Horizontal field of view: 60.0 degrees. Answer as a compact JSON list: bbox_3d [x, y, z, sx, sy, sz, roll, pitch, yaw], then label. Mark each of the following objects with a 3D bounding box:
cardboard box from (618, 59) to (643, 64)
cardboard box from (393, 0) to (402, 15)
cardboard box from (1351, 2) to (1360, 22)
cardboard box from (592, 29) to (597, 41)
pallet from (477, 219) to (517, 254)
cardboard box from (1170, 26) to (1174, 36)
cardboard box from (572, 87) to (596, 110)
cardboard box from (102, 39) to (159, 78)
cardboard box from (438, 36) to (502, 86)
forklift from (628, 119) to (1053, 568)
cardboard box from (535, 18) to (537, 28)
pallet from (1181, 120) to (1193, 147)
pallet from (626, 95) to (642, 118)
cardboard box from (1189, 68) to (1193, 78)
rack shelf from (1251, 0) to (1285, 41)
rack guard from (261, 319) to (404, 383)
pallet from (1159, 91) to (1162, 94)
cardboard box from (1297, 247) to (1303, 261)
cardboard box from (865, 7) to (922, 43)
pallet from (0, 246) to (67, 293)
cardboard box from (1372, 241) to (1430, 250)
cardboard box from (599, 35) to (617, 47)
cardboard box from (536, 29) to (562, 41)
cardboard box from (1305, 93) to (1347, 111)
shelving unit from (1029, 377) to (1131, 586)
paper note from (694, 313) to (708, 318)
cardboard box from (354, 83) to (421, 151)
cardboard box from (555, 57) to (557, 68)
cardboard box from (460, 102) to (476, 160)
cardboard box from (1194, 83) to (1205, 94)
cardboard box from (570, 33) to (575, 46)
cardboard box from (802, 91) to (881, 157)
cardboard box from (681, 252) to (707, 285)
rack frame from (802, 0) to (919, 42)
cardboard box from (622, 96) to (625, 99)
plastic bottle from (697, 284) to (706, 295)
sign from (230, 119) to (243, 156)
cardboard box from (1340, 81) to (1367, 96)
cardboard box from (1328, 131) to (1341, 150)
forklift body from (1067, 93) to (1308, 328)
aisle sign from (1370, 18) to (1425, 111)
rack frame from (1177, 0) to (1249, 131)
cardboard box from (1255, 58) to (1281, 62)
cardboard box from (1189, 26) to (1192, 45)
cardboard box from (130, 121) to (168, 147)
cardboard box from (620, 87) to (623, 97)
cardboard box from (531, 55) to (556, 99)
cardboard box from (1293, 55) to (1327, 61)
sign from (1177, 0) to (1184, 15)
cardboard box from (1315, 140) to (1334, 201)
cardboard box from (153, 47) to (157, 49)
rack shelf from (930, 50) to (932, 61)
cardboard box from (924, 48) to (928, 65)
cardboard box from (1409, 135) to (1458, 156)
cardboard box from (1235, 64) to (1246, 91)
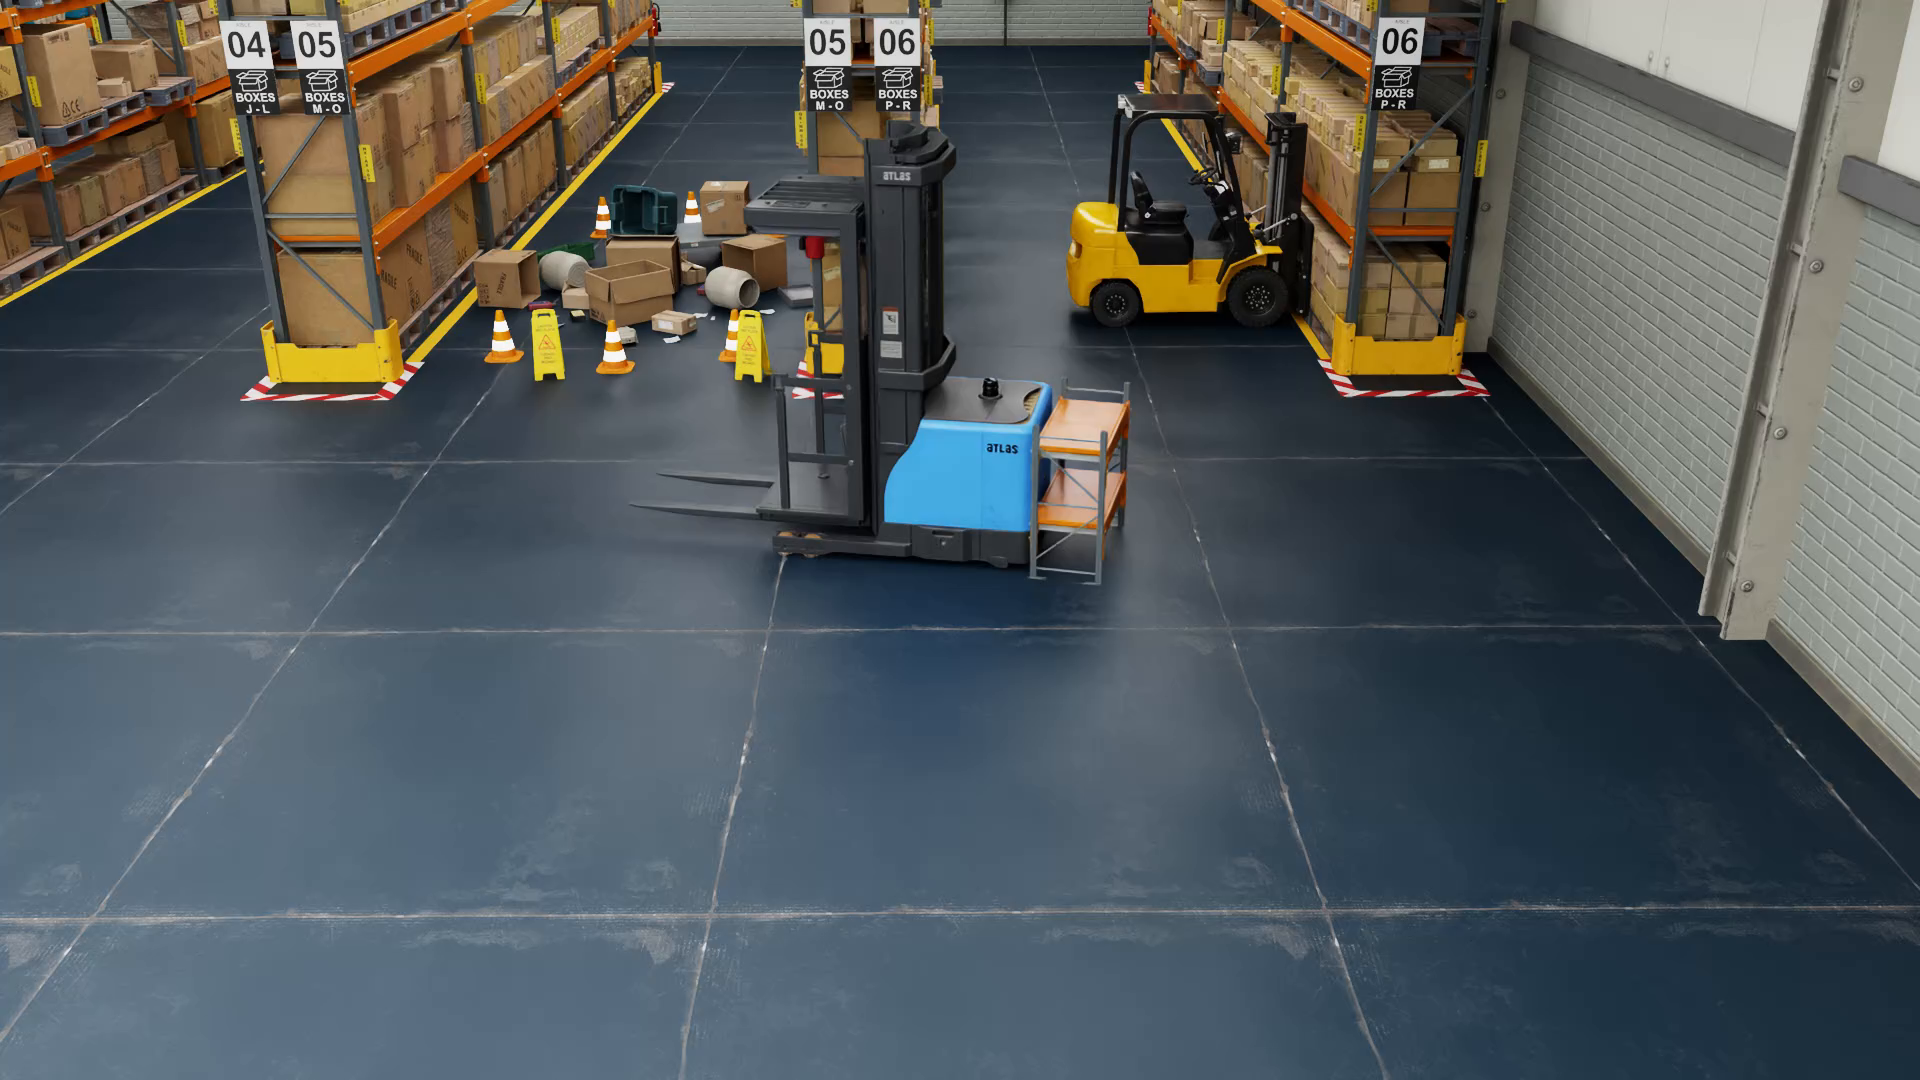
[{"bbox_3d":[-5.773,-8.337,29.154,0.380,0.149,0.250,0,24,0],"label":"cardboard box"},{"bbox_3d":[-5.500,-5.053,15.700,0.380,0.149,0.250,0,24,-1],"label":"cardboard box"},{"bbox_3d":[3.796,-4.818,15.180,0.380,0.149,0.250,-1,24,-2],"label":"cardboard box"},{"bbox_3d":[-5.728,-7.653,25.209,0.380,0.149,0.250,0,24,0],"label":"cardboard box"},{"bbox_3d":[-5.930,-3.596,19.829,1.003,0.211,1.213,0,24,-1],"label":"pallet"},{"bbox_3d":[3.664,-8.377,27.320,0.380,0.149,0.250,-1,24,-1],"label":"cardboard box"},{"bbox_3d":[-5.661,-6.505,24.489,0.500,0.250,0.500,-1,24,-3],"label":"cardboard box"},{"bbox_3d":[-10.805,-6.231,21.641,0.500,0.500,0.500,-3,25,-7],"label":"cardboard box"},{"bbox_3d":[-5.871,-5.675,19.707,0.700,0.500,0.500,0,24,0],"label":"cardboard box"},{"bbox_3d":[-0.884,-1.418,11.713,3.031,2.935,1.130,4,25,9],"label":"forklift"},{"bbox_3d":[-6.374,-7.497,24.142,0.380,0.149,0.250,1,24,1],"label":"cardboard box"},{"bbox_3d":[4.025,-6.328,25.869,1.003,0.211,1.213,0,24,-1],"label":"pallet"},{"bbox_3d":[-5.993,-7.356,28.141,1.003,0.211,1.213,0,24,-1],"label":"pallet"},{"bbox_3d":[3.777,-7.268,25.940,0.380,0.149,0.250,-1,24,-1],"label":"cardboard box"},{"bbox_3d":[4.044,-6.500,20.098,1.077,0.370,4.000,0,24,-1],"label":"rack shelf"},{"bbox_3d":[-5.803,-1.752,15.401,1.175,0.500,0.348,0,24,-1],"label":"rack guard"},{"bbox_3d":[3.956,-7.450,28.350,1.003,0.211,1.213,0,24,-1],"label":"pallet"},{"bbox_3d":[3.768,-2.980,17.302,0.500,0.250,0.500,0,24,-1],"label":"cardboard box"},{"bbox_3d":[-0.593,-4.607,14.861,0.500,0.250,0.500,-1,24,-2],"label":"cardboard box"},{"bbox_3d":[-10.765,-3.022,18.558,1.003,0.211,1.213,0,24,-1],"label":"pallet"},{"bbox_3d":[4.284,-2.788,16.271,0.500,0.250,0.500,0,24,0],"label":"cardboard box"},{"bbox_3d":[-5.610,-7.850,26.154,0.380,0.149,0.250,1,24,1],"label":"cardboard box"},{"bbox_3d":[-5.705,-6.949,22.930,0.380,0.149,0.250,0,24,-1],"label":"cardboard box"},{"bbox_3d":[3.807,-4.555,17.296,0.380,0.149,0.250,-1,24,-1],"label":"cardboard box"},{"bbox_3d":[0.852,-0.431,11.722,0.538,1.125,1.048,6,25,13],"label":"shelving unit"},{"bbox_3d":[-2.714,-2.338,17.280,0.148,0.019,0.142,8,26,18],"label":"paper note"},{"bbox_3d":[-5.737,-4.072,16.005,0.875,0.550,0.550,0,24,-1],"label":"cardboard box"},{"bbox_3d":[-5.693,-6.460,22.571,0.380,0.149,0.250,-1,24,-1],"label":"cardboard box"},{"bbox_3d":[-5.830,-4.466,18.185,0.875,0.550,0.550,0,24,-1],"label":"cardboard box"},{"bbox_3d":[3.811,-6.913,25.515,0.380,0.149,0.250,-1,24,-3],"label":"cardboard box"},{"bbox_3d":[-5.710,-7.141,23.716,0.380,0.149,0.250,0,24,-1],"label":"cardboard box"},{"bbox_3d":[-1.078,-3.811,15.224,0.700,0.500,0.500,-1,24,-2],"label":"cardboard box"},{"bbox_3d":[-3.035,-3.022,18.493,0.258,0.266,0.396,-19,31,-36],"label":"cardboard box"},{"bbox_3d":[-0.854,-5.698,13.813,1.000,3.000,0.127,0,24,-1],"label":"rack frame"},{"bbox_3d":[-5.727,-7.206,27.376,0.380,0.149,0.250,-1,24,-2],"label":"cardboard box"},{"bbox_3d":[-2.759,-2.734,18.105,0.133,0.061,0.283,4,25,9],"label":"plastic bottle"},{"bbox_3d":[-6.346,-3.540,14.628,0.100,0.325,0.005,0,24,-1],"label":"sign"},{"bbox_3d":[4.332,-4.880,18.014,0.380,0.149,0.250,-1,24,-2],"label":"cardboard box"},{"bbox_3d":[3.810,-3.896,16.199,0.380,0.149,0.250,-1,24,-2],"label":"cardboard box"},{"bbox_3d":[2.264,-3.375,16.986,2.313,2.155,1.214,0,24,-1],"label":"forklift body"},{"bbox_3d":[3.816,-4.145,14.503,0.394,0.787,0.004,0,24,-1],"label":"aisle sign"},{"bbox_3d":[3.978,-7.934,26.035,1.000,3.000,0.127,0,24,-1],"label":"rack frame"},{"bbox_3d":[3.855,-5.855,20.531,0.380,0.149,0.250,0,24,-1],"label":"cardboard box"},{"bbox_3d":[3.610,-7.489,24.706,0.396,0.266,0.258,1,24,2],"label":"cardboard box"},{"bbox_3d":[-10.814,-5.344,21.899,0.500,0.250,0.500,1,24,2],"label":"cardboard box"},{"bbox_3d":[-5.749,-7.340,27.311,0.380,0.149,0.250,-1,24,-3],"label":"cardboard box"},{"bbox_3d":[-5.617,-6.059,21.768,0.500,0.500,0.500,0,24,-1],"label":"cardboard box"},{"bbox_3d":[4.368,-5.968,20.780,0.380,0.149,0.250,-1,24,-1],"label":"cardboard box"},{"bbox_3d":[3.436,-8.322,25.844,0.100,0.325,0.005,0,24,-1],"label":"sign"},{"bbox_3d":[3.839,-3.661,16.467,0.500,0.500,0.500,-1,24,-2],"label":"cardboard box"},{"bbox_3d":[-11.104,-6.465,22.666,0.500,0.500,0.500,0,24,1],"label":"cardboard box"},{"bbox_3d":[-0.963,-6.758,24.308,1.077,0.370,4.000,0,24,-1],"label":"rack shelf"},{"bbox_3d":[-0.549,-5.477,18.823,0.380,0.149,0.250,0,24,-1],"label":"cardboard box"},{"bbox_3d":[4.319,-3.605,15.194,0.380,0.149,0.250,-1,24,-2],"label":"cardboard box"},{"bbox_3d":[3.774,-5.839,20.978,0.500,0.250,0.500,-1,24,-2],"label":"cardboard box"}]
